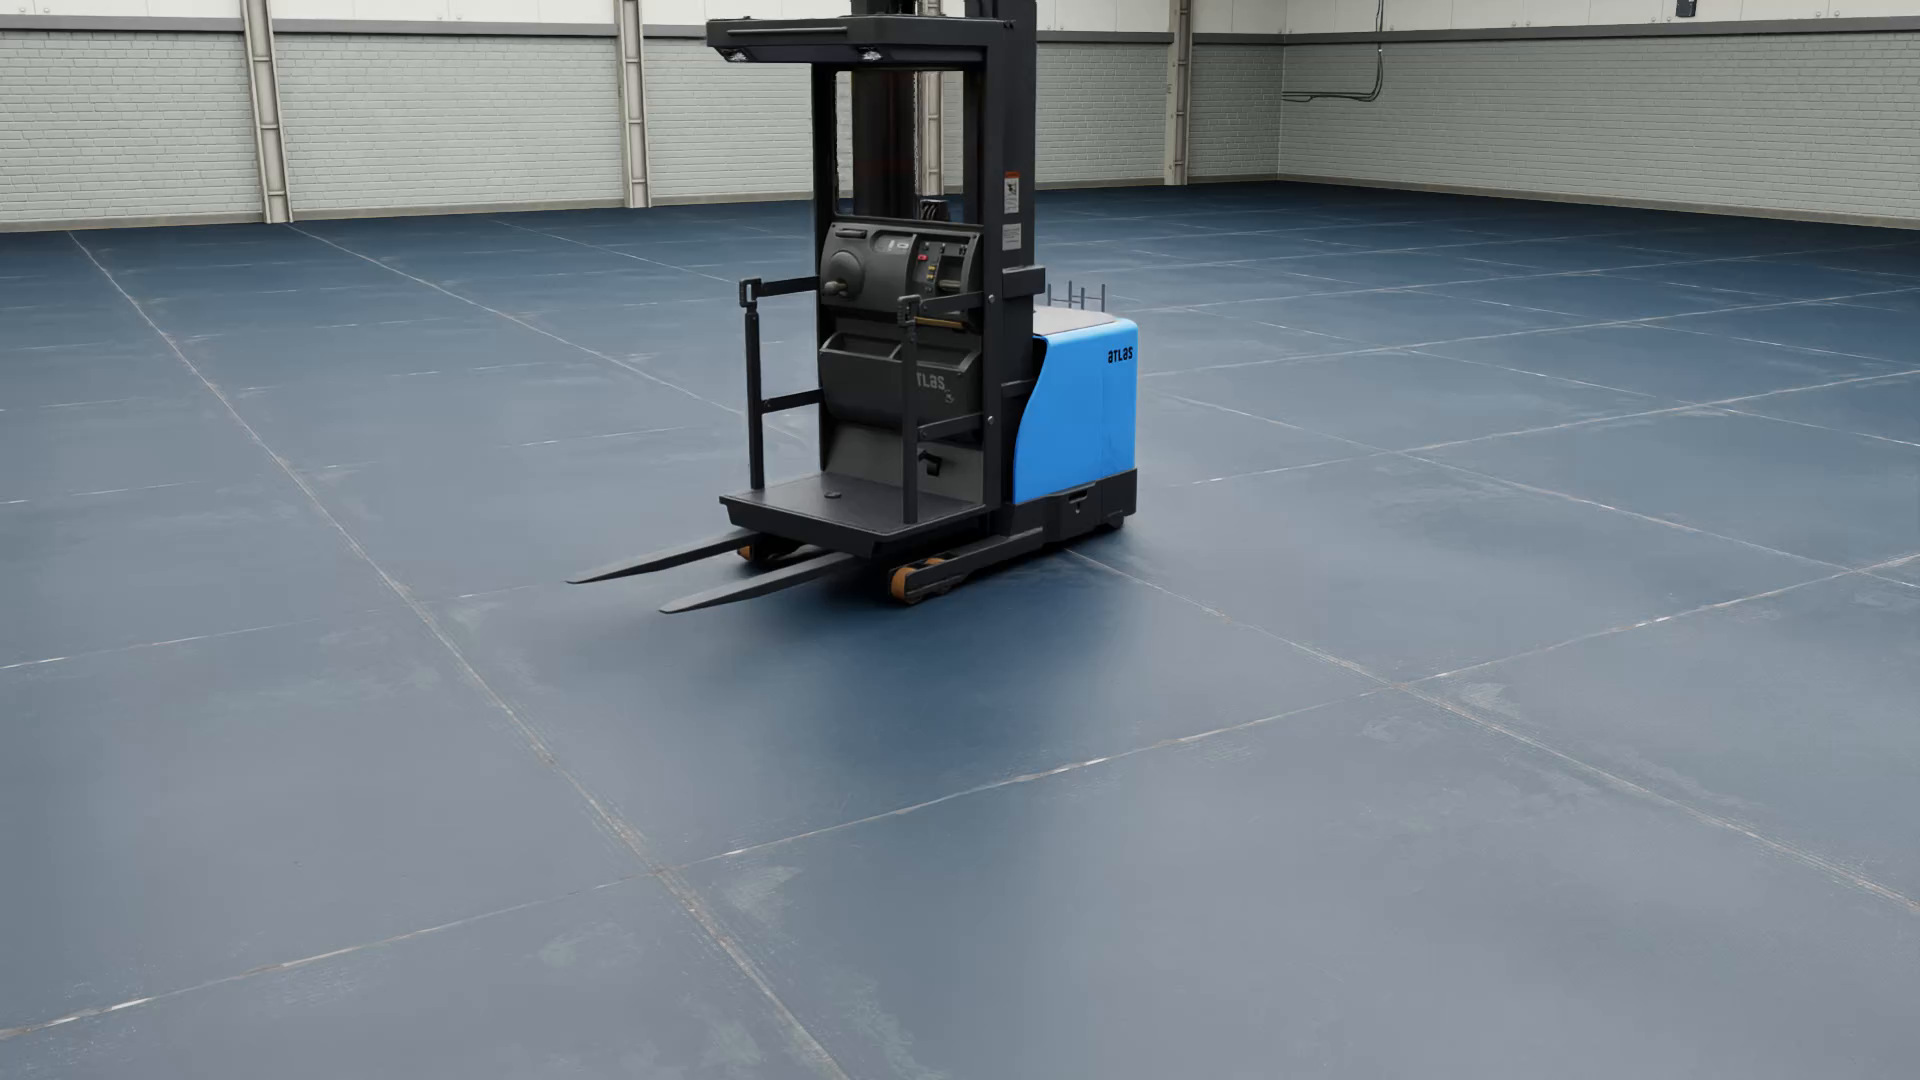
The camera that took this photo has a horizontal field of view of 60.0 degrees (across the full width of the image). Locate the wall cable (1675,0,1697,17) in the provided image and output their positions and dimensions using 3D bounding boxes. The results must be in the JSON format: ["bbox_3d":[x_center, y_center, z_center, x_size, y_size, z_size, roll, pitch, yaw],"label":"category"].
[{"bbox_3d":[12.664,-11.440,26.247,0.169,6.003,2.305,-9,18,-30],"label":"wall cable"}]

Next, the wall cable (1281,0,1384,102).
[{"bbox_3d":[7.789,-10.506,34.969,0.112,2.526,3.097,-9,18,-30],"label":"wall cable"}]

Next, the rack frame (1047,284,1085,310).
[{"bbox_3d":[0.557,-0.760,8.899,0.240,1.200,0.006,13,20,39],"label":"rack frame"}]

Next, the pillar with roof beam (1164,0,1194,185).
[{"bbox_3d":[6.799,-10.901,30.627,0.400,9.000,9.100,-9,18,-30],"label":"pillar with roof beam"}]

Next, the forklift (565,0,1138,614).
[{"bbox_3d":[-0.421,-1.279,7.541,1.130,2.935,3.031,13,20,39],"label":"forklift"}]

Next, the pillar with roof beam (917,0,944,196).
[{"bbox_3d":[1.656,-10.067,27.651,0.400,9.000,9.100,-9,18,-30],"label":"pillar with roof beam"}]

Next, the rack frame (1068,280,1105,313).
[{"bbox_3d":[0.676,-0.798,9.033,0.240,1.200,0.006,13,20,39],"label":"rack frame"}]

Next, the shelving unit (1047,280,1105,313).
[{"bbox_3d":[0.617,-0.779,8.966,0.258,1.200,0.189,13,20,39],"label":"shelving unit"}]

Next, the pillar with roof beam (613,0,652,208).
[{"bbox_3d":[-3.487,-9.233,24.676,0.400,9.000,9.100,-9,18,-30],"label":"pillar with roof beam"}]

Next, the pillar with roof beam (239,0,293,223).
[{"bbox_3d":[-8.630,-8.399,21.701,0.400,9.000,9.100,-9,18,-30],"label":"pillar with roof beam"}]
